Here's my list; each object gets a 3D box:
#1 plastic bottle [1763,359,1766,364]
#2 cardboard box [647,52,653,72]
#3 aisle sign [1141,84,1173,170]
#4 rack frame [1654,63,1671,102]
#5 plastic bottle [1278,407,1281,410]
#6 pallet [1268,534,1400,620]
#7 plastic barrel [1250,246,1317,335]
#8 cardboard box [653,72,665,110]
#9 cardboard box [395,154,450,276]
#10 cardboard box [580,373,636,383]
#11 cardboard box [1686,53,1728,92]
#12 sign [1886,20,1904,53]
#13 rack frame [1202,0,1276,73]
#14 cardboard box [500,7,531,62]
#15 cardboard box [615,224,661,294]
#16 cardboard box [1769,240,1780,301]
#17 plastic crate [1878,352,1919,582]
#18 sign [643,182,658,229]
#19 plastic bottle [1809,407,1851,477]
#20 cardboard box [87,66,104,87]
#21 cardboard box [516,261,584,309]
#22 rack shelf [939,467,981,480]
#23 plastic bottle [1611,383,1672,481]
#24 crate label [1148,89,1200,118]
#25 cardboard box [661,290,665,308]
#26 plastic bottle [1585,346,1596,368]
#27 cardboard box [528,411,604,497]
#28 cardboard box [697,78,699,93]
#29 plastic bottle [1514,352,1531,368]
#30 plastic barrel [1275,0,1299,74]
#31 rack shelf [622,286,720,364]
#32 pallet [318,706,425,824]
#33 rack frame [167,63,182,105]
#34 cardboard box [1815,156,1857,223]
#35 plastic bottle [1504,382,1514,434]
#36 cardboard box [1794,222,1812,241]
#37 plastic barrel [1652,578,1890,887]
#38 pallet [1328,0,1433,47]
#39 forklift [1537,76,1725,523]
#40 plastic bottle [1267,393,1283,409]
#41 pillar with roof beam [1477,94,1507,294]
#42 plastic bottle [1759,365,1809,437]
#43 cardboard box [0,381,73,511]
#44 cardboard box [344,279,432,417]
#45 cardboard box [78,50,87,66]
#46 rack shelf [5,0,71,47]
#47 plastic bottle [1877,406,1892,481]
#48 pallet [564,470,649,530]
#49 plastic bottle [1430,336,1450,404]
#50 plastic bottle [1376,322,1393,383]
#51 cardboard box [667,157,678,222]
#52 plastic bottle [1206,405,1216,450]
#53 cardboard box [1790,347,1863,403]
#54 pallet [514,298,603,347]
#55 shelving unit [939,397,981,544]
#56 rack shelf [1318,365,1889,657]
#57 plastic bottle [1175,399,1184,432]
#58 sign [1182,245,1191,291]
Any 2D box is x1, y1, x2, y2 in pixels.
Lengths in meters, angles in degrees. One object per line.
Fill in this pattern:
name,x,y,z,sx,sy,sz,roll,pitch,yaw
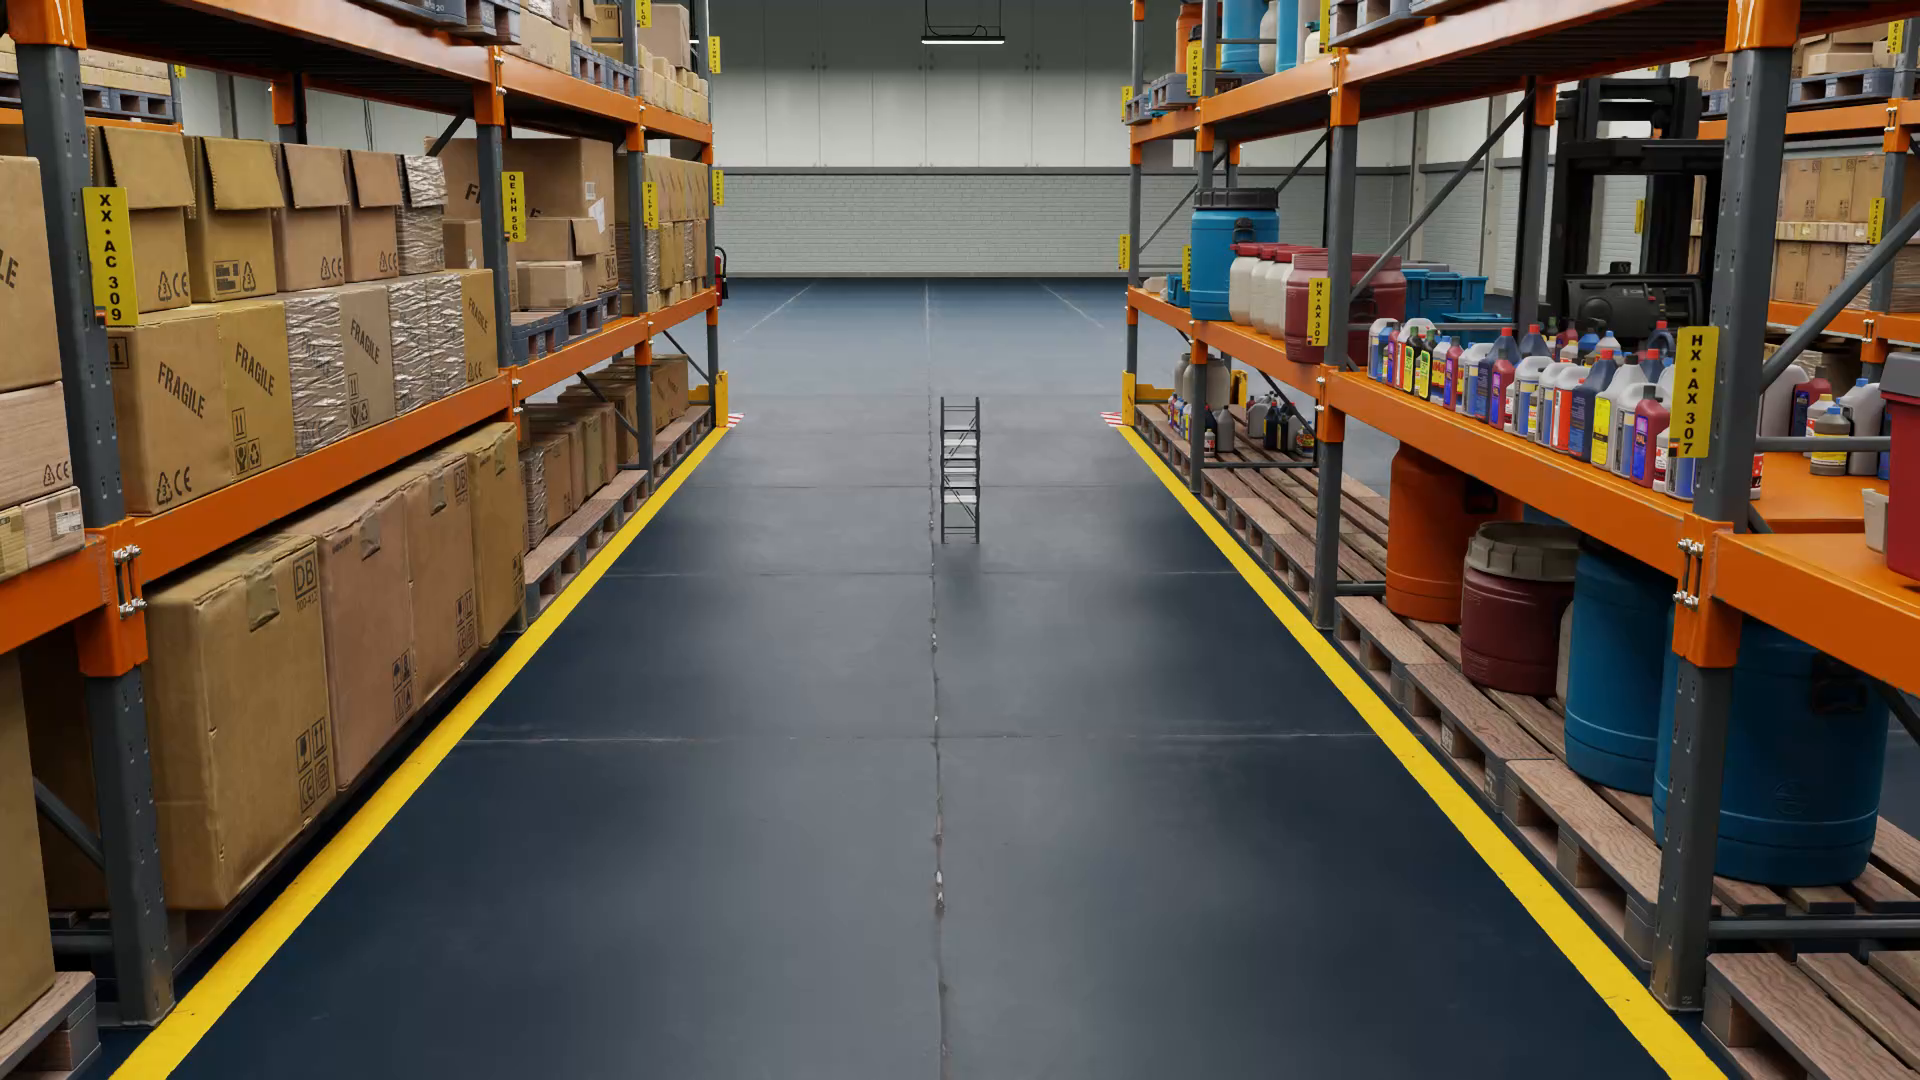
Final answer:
plastic bottle,2.714,-0.495,5.766,0.152,0.276,0.135,0,11,-1
cardboard box,-2.507,-3.567,12.425,0.380,0.149,0.250,0,11,-1
aisle sign,1.825,-3.905,15.722,0.394,0.787,0.004,0,11,-1
rack frame,7.071,-5.577,15.416,1.000,3.000,0.127,0,11,-1
plastic bottle,2.556,-0.930,13.352,0.097,0.271,0.097,0,11,0
pallet,2.307,0.185,9.115,1.003,0.211,1.213,0,11,-1
plastic barrel,2.017,-1.552,10.323,0.433,0.535,0.433,0,11,0
cardboard box,-2.519,-3.394,12.578,0.500,0.250,0.500,0,11,-2
cardboard box,-2.669,-1.402,7.151,0.797,0.503,0.637,0,11,1
cardboard box,-2.829,-1.099,13.664,0.500,0.500,0.500,-1,12,-6
cardboard box,7.079,-4.318,15.086,0.797,0.503,0.637,1,11,3
sign,6.599,-3.602,11.723,0.100,0.325,0.005,0,11,-1
rack frame,2.202,-4.762,11.401,1.000,3.000,0.127,0,11,-1
cardboard box,-2.423,-2.498,8.160,0.500,0.250,0.500,0,11,0
cardboard box,-2.698,-2.086,12.299,0.875,0.500,0.500,0,11,-1
cardboard box,7.103,-2.285,14.029,0.700,0.500,0.500,0,11,1
plastic crate,2.135,-0.114,3.266,0.402,0.464,0.583,0,11,-1
sign,-2.195,-2.372,11.796,0.100,0.325,0.005,0,11,-1
plastic bottle,2.606,-0.297,4.977,0.097,0.201,0.097,0,11,0
cardboard box,-7.422,-3.881,13.926,0.380,0.149,0.250,0,11,-1
cardboard box,-2.472,-1.473,9.597,0.500,0.250,0.500,-1,11,-3
rack shelf,0.000,-0.407,10.468,0.258,0.077,0.200,0,11,-1
plastic bottle,2.028,-0.321,4.908,0.152,0.276,0.135,0,11,-1
crate label,1.827,-3.641,13.792,0.502,0.251,0.408,0,11,-1
cardboard box,-2.494,-1.872,12.873,0.380,0.149,0.250,0,11,-1
plastic bottle,2.714,-0.724,7.084,0.097,0.201,0.097,0,11,0
cardboard box,-2.768,-0.575,11.032,0.700,0.500,0.500,0,11,-2
cardboard box,-2.512,-4.029,14.704,0.380,0.149,0.250,-1,11,-4
plastic bottle,2.038,-0.541,6.007,0.097,0.271,0.097,0,11,0
plastic barrel,2.429,-3.438,11.155,0.600,0.901,0.708,0,11,-1
rack shelf,-2.792,-1.847,13.928,1.077,0.370,4.000,0,11,-1
pallet,-2.704,0.759,6.288,1.003,0.211,1.213,0,11,-1
rack frame,-7.794,-5.537,15.218,1.000,3.000,0.127,0,11,-1
cardboard box,7.127,-2.715,12.884,0.700,0.500,0.500,0,11,-1
plastic bottle,1.980,-0.480,5.882,0.097,0.201,0.097,0,11,0
cardboard box,6.915,-2.464,13.278,0.380,0.149,0.250,0,11,-1
plastic barrel,2.373,0.482,4.859,0.600,0.901,0.708,0,11,-1
pallet,2.202,-2.252,7.047,1.003,0.211,1.213,0,11,-1
forklift,4.564,-1.607,11.109,1.130,2.935,3.031,0,11,0
plastic bottle,2.587,-1.024,13.617,0.144,0.351,0.185,0,11,-2
pillar with roof beam,8.103,-10.216,38.281,9.100,9.000,0.548,0,11,-1
plastic bottle,2.719,-0.449,5.539,0.152,0.276,0.135,0,11,-1
cardboard box,-2.313,-0.197,3.616,0.500,0.250,0.500,0,11,-2
cardboard box,-2.391,-0.756,6.492,0.500,0.500,0.500,-1,11,-3
cardboard box,-7.475,-3.998,13.500,0.500,0.250,0.500,0,11,-1
rack shelf,-2.544,-0.932,1.872,1.077,0.370,4.000,0,11,-1
plastic bottle,2.761,-0.312,4.878,0.097,0.271,0.097,0,11,0
pallet,-2.733,-0.281,11.411,1.003,0.211,1.213,0,11,-1
plastic bottle,1.962,-0.689,6.736,0.097,0.271,0.097,0,11,0
plastic bottle,1.945,-0.854,7.546,0.097,0.271,0.097,0,11,0
cardboard box,-2.527,-2.776,13.184,0.500,0.500,0.500,0,11,-1
plastic bottle,1.900,-0.867,12.842,0.144,0.351,0.185,-1,11,-3
cardboard box,6.927,-1.258,13.191,0.500,0.500,0.500,0,11,-1
pallet,-2.749,-1.306,9.935,1.003,0.211,1.213,0,11,-1
shelving unit,0.000,-0.439,10.462,0.258,0.900,0.210,0,11,-1
rack shelf,2.326,-0.277,6.190,1.077,0.370,4.000,0,11,-1
plastic bottle,1.854,-1.046,13.927,0.097,0.271,0.097,0,11,0
sign,1.651,-1.958,11.969,0.100,0.325,0.005,0,11,-1
